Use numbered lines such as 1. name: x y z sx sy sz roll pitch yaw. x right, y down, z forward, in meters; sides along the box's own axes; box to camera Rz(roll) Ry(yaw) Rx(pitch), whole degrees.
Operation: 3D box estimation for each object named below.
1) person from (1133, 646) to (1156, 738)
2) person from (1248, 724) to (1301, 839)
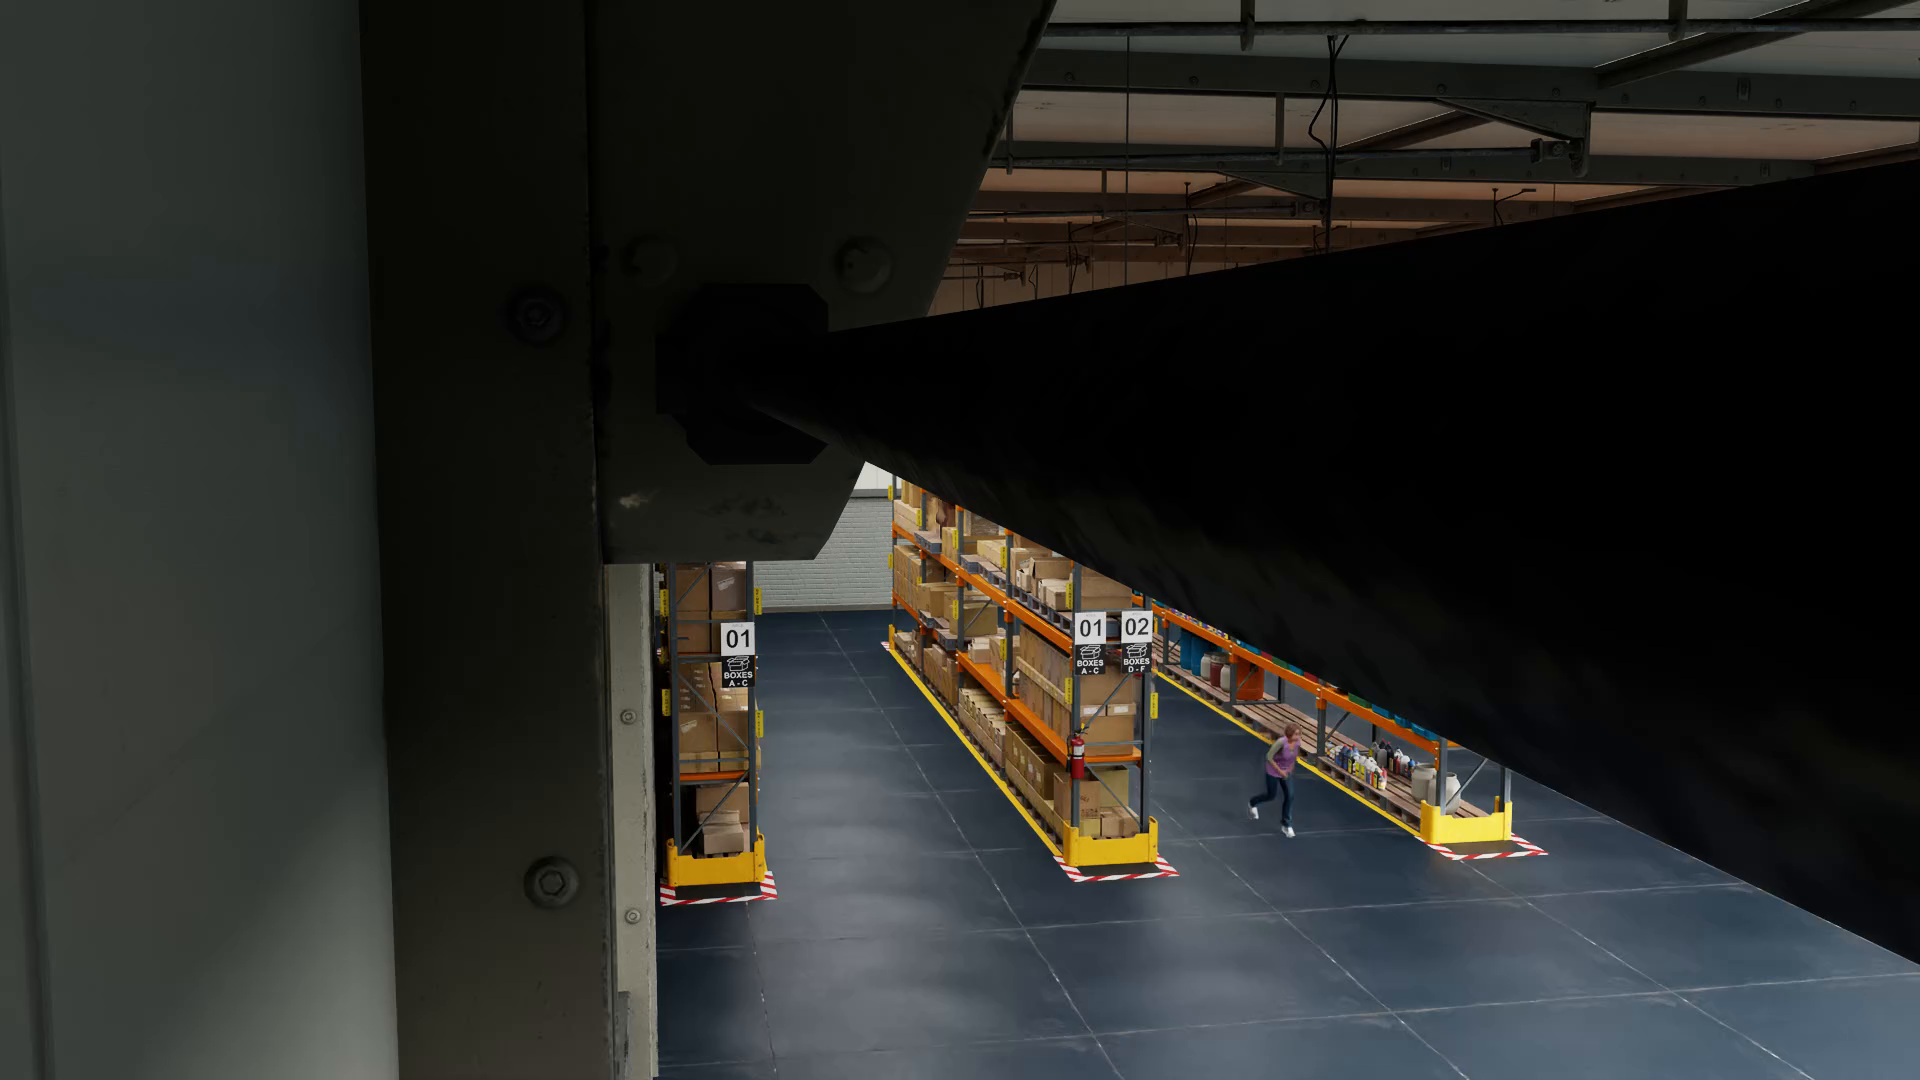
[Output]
1. person: 3.060 2.451 28.166 0.687 1.780 0.876 -2 7 -20
2. person: 4.234 3.174 22.410 0.569 1.547 0.914 -5 8 -36
